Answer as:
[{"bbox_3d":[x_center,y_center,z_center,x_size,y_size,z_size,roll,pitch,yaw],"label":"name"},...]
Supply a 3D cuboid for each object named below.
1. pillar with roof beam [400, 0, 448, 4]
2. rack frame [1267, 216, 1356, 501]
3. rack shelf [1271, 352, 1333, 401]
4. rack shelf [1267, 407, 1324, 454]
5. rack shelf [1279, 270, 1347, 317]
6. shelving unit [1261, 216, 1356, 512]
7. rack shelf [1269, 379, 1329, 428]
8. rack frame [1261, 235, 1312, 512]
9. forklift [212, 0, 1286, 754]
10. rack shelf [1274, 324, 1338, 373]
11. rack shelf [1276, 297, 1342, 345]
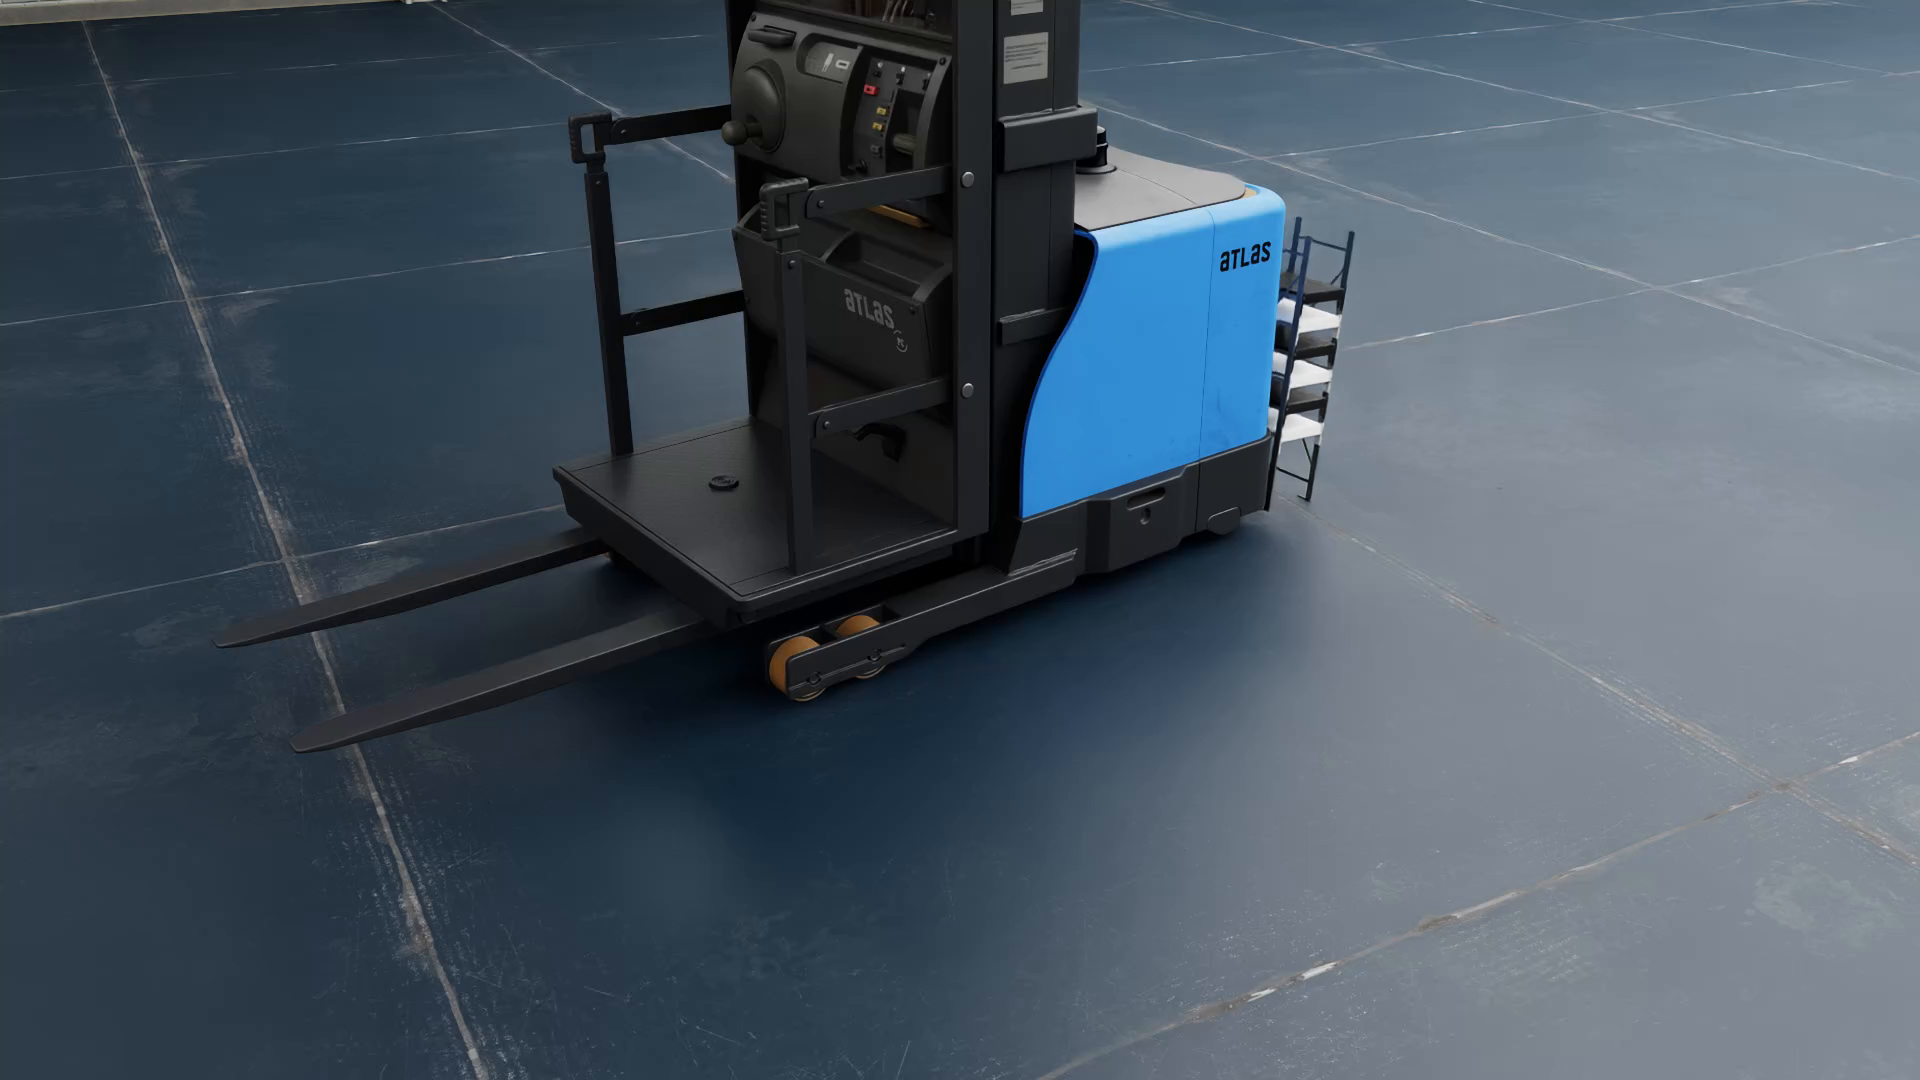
[{"bbox_3d":[-3.199,-7.665,10.819,0.400,9.000,9.100,-13,29,-25],"label":"pillar with roof beam"},{"bbox_3d":[1.123,-0.585,5.432,0.006,0.900,0.240,-13,28,-36],"label":"rack frame"},{"bbox_3d":[1.041,-0.536,5.384,0.200,0.077,0.258,-13,28,-36],"label":"rack shelf"},{"bbox_3d":[1.027,-0.370,5.453,0.200,0.077,0.258,-13,28,-36],"label":"rack shelf"},{"bbox_3d":[1.060,-0.785,5.282,0.200,0.077,0.258,-13,28,-36],"label":"rack shelf"},{"bbox_3d":[1.043,-0.567,5.372,0.210,0.900,0.258,-13,28,-36],"label":"shelving unit"},{"bbox_3d":[1.034,-0.453,5.419,0.200,0.077,0.258,-13,28,-36],"label":"rack shelf"},{"bbox_3d":[0.963,-0.548,5.312,0.006,0.900,0.240,-13,28,-36],"label":"rack frame"},{"bbox_3d":[-0.496,-1.156,4.272,3.031,2.935,1.130,-18,31,-33],"label":"forklift"},{"bbox_3d":[1.047,-0.619,5.350,0.200,0.077,0.258,-13,28,-36],"label":"rack shelf"},{"bbox_3d":[1.054,-0.702,5.316,0.200,0.077,0.258,-13,28,-36],"label":"rack shelf"}]
